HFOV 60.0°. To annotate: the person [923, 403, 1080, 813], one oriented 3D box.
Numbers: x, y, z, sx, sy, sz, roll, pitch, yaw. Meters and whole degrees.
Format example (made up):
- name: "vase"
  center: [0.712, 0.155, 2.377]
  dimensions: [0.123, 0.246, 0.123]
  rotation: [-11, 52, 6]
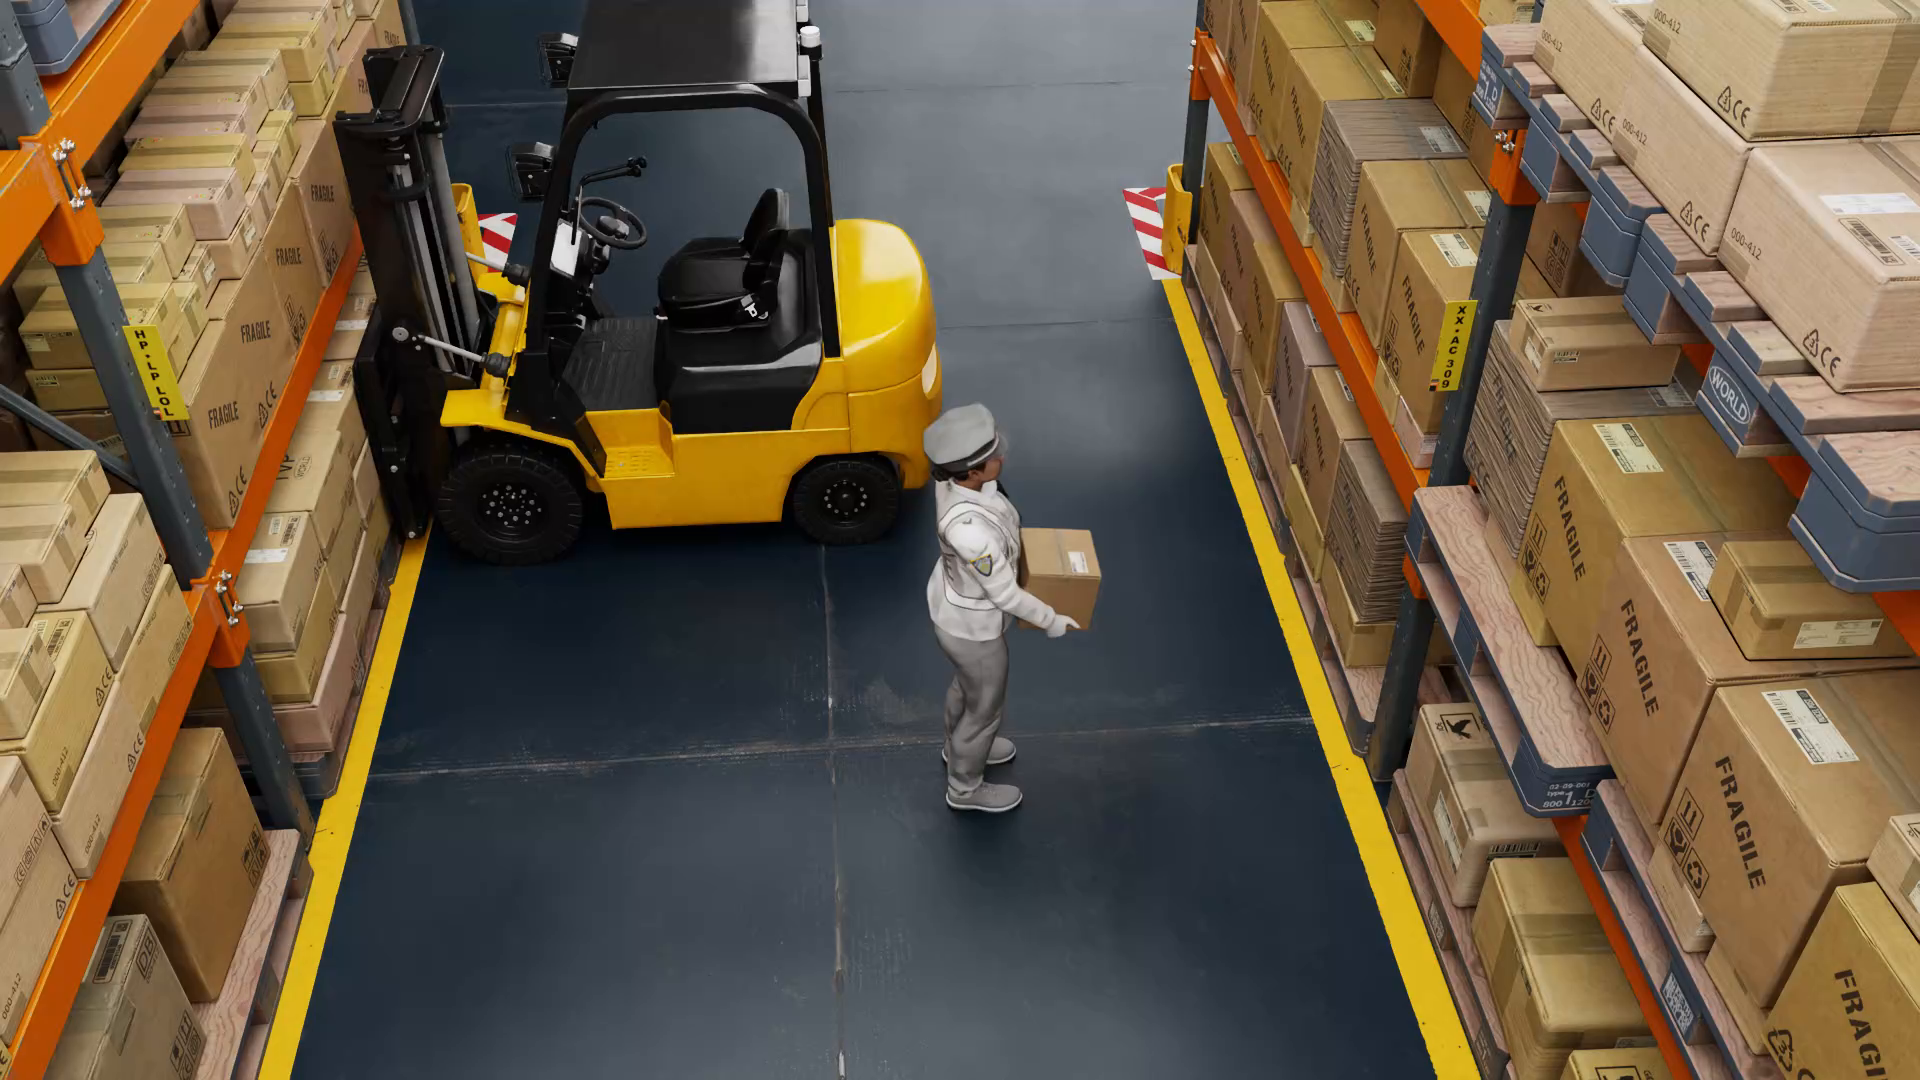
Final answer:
- name: "person"
  center: [0.141, 0.255, 5.827]
  dimensions: [0.519, 1.691, 0.446]
  rotation: [-4, 39, -4]
